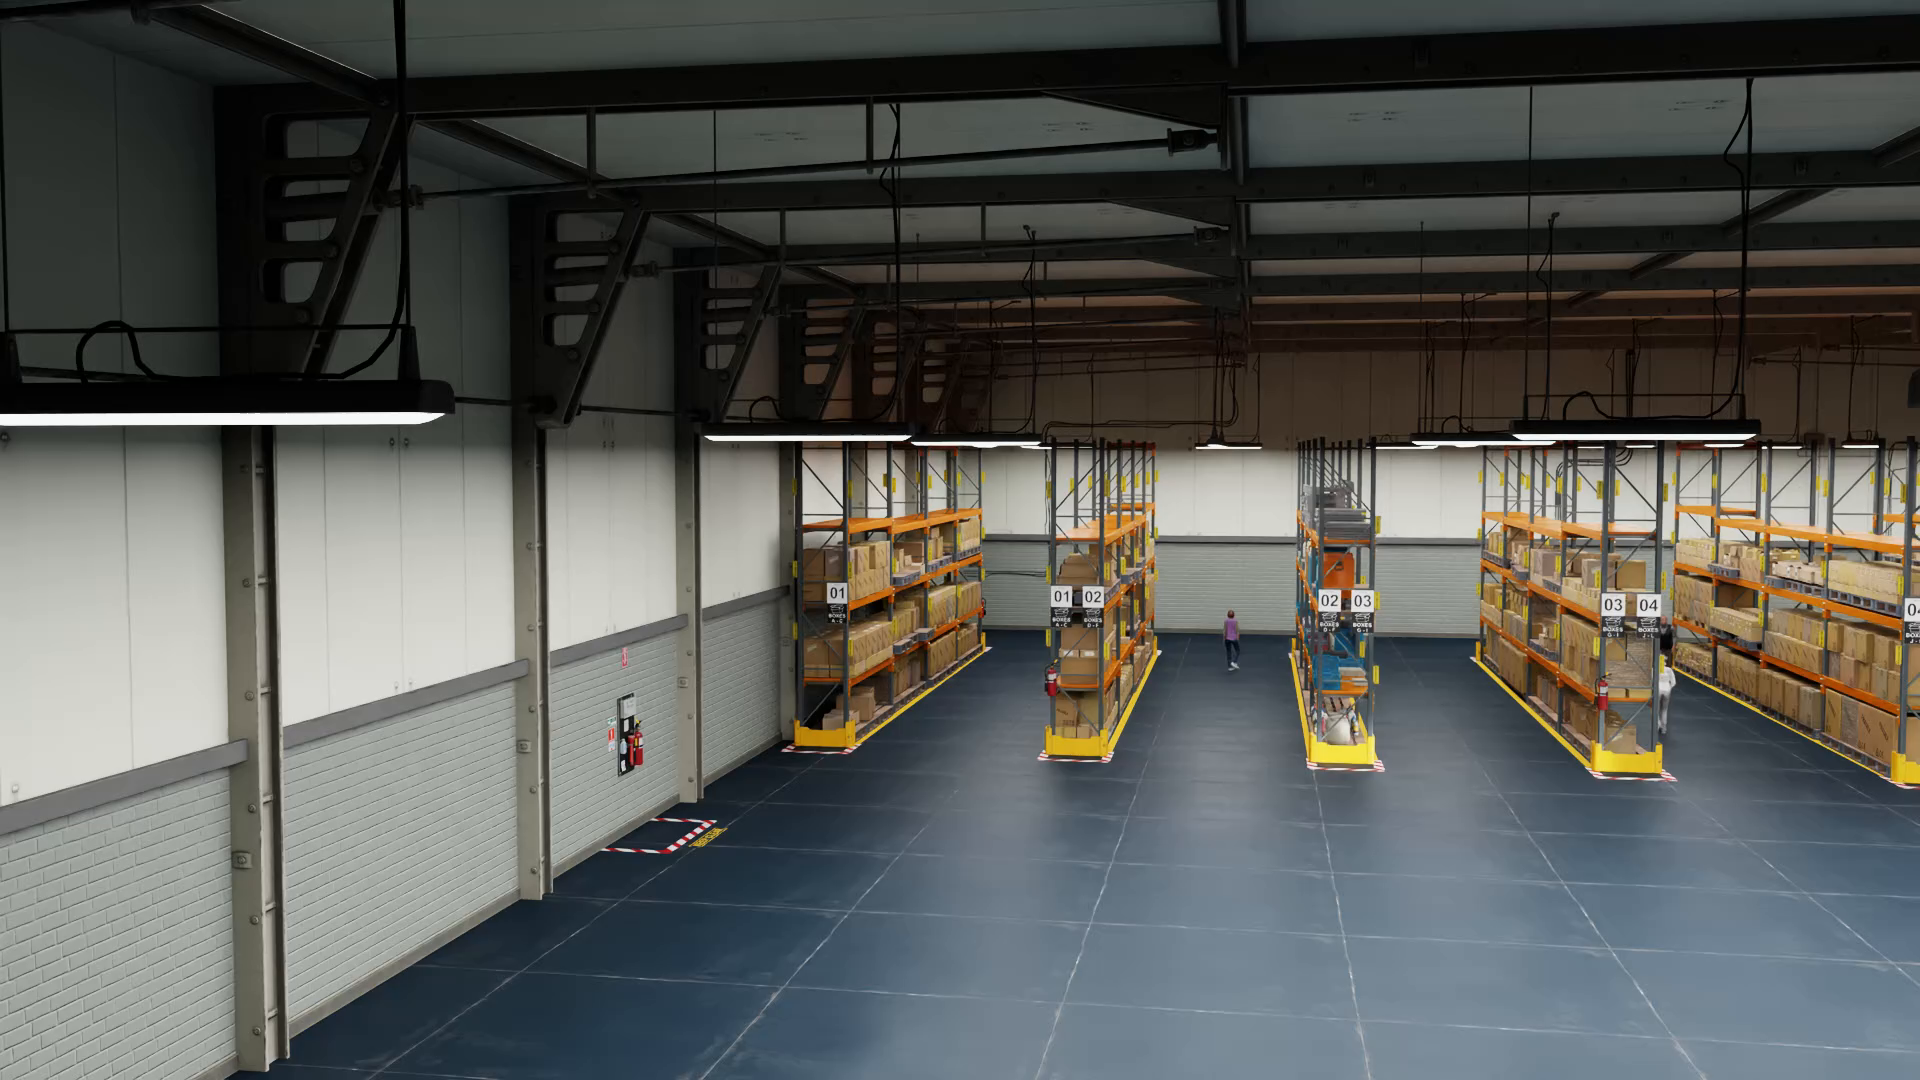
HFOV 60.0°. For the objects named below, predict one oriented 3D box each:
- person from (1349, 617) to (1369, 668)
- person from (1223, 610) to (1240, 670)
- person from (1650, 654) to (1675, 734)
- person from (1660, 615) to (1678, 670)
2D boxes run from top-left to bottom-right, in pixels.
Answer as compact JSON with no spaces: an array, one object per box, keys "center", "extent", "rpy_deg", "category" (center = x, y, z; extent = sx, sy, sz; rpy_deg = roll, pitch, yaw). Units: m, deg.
[{"center":[10.548,2.515,43.824],"extent":[0.664,1.777,0.862],"rpy_deg":[0,3,9],"category":"person"},{"center":[7.105,2.626,43.552],"extent":[0.462,1.595,0.469],"rpy_deg":[1,3,19],"category":"person"},{"center":[14.293,3.142,33.842],"extent":[0.566,1.589,0.738],"rpy_deg":[1,3,10],"category":"person"},{"center":[17.502,2.694,41.303],"extent":[0.602,1.703,0.609],"rpy_deg":[1,3,26],"category":"person"}]
